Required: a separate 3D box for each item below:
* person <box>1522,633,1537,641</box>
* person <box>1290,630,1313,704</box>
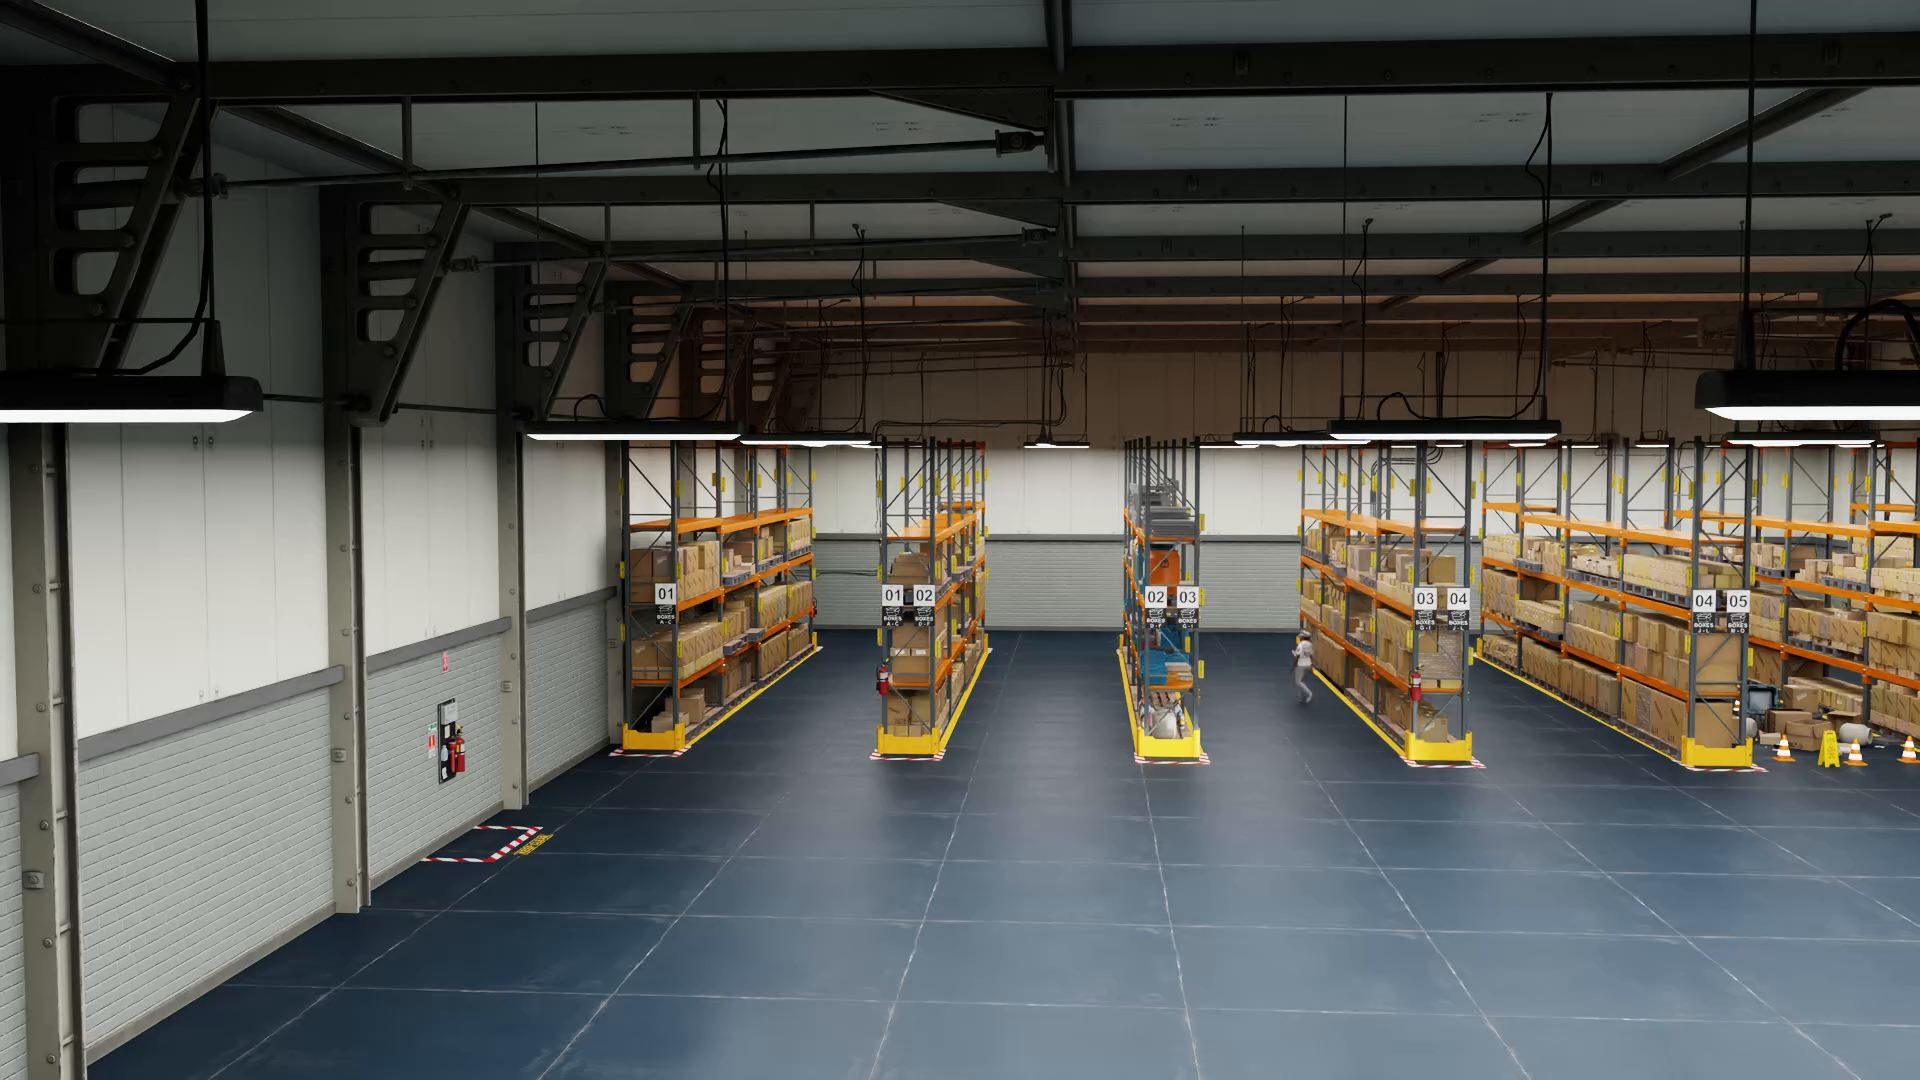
[{"bbox_3d":[16.249,2.372,47.660,0.589,1.587,0.445,0,3,-6],"label":"person"},{"bbox_3d":[7.794,2.868,37.703,0.537,1.659,0.841,-2,4,-30],"label":"person"}]
